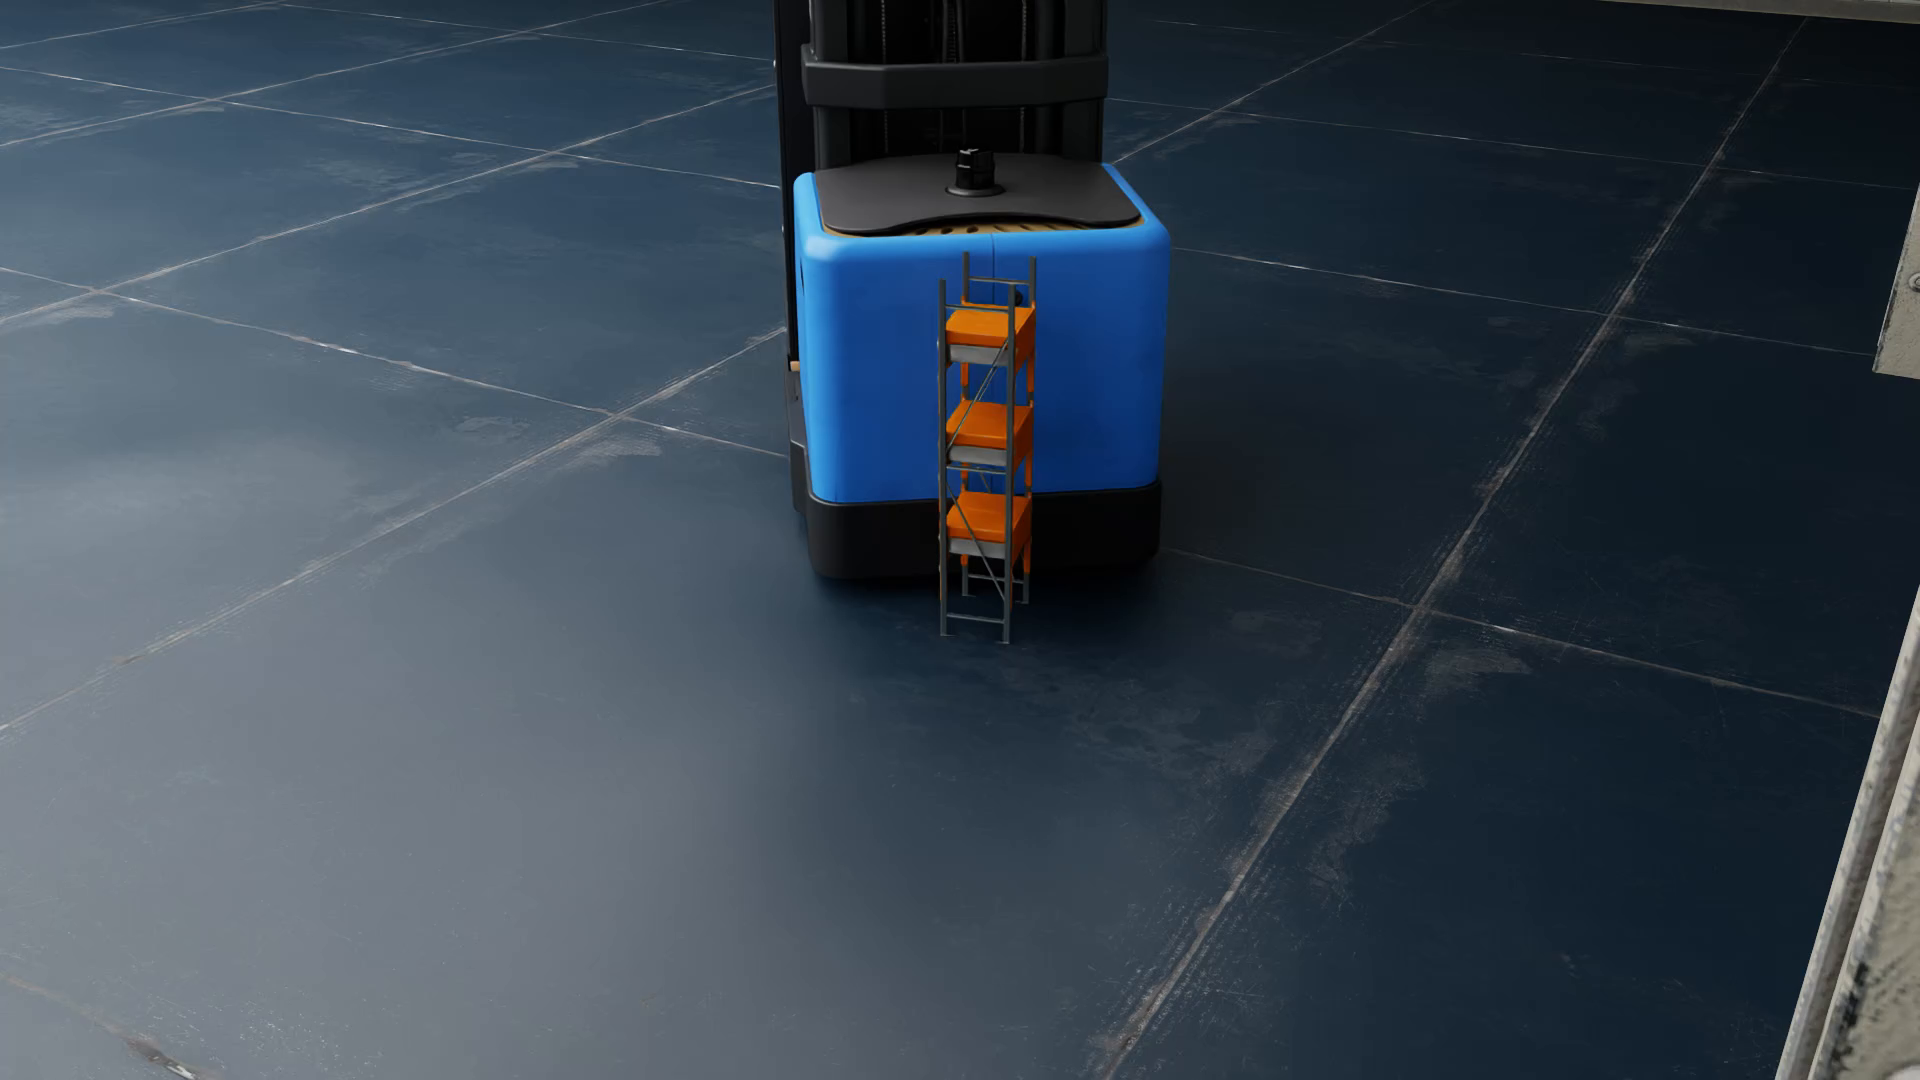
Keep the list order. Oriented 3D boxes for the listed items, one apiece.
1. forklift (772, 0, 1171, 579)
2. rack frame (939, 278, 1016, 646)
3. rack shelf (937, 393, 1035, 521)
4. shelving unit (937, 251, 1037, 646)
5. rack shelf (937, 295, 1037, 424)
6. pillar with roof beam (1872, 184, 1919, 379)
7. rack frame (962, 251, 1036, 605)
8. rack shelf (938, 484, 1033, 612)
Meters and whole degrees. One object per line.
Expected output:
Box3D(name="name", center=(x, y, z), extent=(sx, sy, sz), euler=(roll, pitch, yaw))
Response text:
Box3D(name="forklift", center=(-0.095, -1.826, 5.624), extent=(1.130, 2.935, 3.031), euler=(-3, 27, -6))
Box3D(name="rack frame", center=(0.043, -0.186, 4.448), extent=(0.200, 1.050, 0.008), euler=(7, 27, 13))
Box3D(name="rack shelf", center=(0.074, -0.229, 4.559), extent=(0.215, 0.259, 0.240), euler=(7, 27, 13))
Box3D(name="shelving unit", center=(0.074, -0.239, 4.554), extent=(0.215, 1.050, 0.252), euler=(7, 27, 13))
Box3D(name="rack shelf", center=(0.074, -0.483, 4.432), extent=(0.215, 0.259, 0.240), euler=(7, 27, 13))
Box3D(name="pillar with roof beam", center=(0.094, -5.682, 6.547), extent=(9.100, 9.000, 0.400), euler=(14, 30, 26))
Box3D(name="rack frame", center=(0.105, -0.291, 4.659), extent=(0.200, 1.050, 0.008), euler=(7, 27, 13))
Box3D(name="rack shelf", center=(0.074, 0.019, 4.683), extent=(0.215, 0.259, 0.240), euler=(7, 27, 13))
